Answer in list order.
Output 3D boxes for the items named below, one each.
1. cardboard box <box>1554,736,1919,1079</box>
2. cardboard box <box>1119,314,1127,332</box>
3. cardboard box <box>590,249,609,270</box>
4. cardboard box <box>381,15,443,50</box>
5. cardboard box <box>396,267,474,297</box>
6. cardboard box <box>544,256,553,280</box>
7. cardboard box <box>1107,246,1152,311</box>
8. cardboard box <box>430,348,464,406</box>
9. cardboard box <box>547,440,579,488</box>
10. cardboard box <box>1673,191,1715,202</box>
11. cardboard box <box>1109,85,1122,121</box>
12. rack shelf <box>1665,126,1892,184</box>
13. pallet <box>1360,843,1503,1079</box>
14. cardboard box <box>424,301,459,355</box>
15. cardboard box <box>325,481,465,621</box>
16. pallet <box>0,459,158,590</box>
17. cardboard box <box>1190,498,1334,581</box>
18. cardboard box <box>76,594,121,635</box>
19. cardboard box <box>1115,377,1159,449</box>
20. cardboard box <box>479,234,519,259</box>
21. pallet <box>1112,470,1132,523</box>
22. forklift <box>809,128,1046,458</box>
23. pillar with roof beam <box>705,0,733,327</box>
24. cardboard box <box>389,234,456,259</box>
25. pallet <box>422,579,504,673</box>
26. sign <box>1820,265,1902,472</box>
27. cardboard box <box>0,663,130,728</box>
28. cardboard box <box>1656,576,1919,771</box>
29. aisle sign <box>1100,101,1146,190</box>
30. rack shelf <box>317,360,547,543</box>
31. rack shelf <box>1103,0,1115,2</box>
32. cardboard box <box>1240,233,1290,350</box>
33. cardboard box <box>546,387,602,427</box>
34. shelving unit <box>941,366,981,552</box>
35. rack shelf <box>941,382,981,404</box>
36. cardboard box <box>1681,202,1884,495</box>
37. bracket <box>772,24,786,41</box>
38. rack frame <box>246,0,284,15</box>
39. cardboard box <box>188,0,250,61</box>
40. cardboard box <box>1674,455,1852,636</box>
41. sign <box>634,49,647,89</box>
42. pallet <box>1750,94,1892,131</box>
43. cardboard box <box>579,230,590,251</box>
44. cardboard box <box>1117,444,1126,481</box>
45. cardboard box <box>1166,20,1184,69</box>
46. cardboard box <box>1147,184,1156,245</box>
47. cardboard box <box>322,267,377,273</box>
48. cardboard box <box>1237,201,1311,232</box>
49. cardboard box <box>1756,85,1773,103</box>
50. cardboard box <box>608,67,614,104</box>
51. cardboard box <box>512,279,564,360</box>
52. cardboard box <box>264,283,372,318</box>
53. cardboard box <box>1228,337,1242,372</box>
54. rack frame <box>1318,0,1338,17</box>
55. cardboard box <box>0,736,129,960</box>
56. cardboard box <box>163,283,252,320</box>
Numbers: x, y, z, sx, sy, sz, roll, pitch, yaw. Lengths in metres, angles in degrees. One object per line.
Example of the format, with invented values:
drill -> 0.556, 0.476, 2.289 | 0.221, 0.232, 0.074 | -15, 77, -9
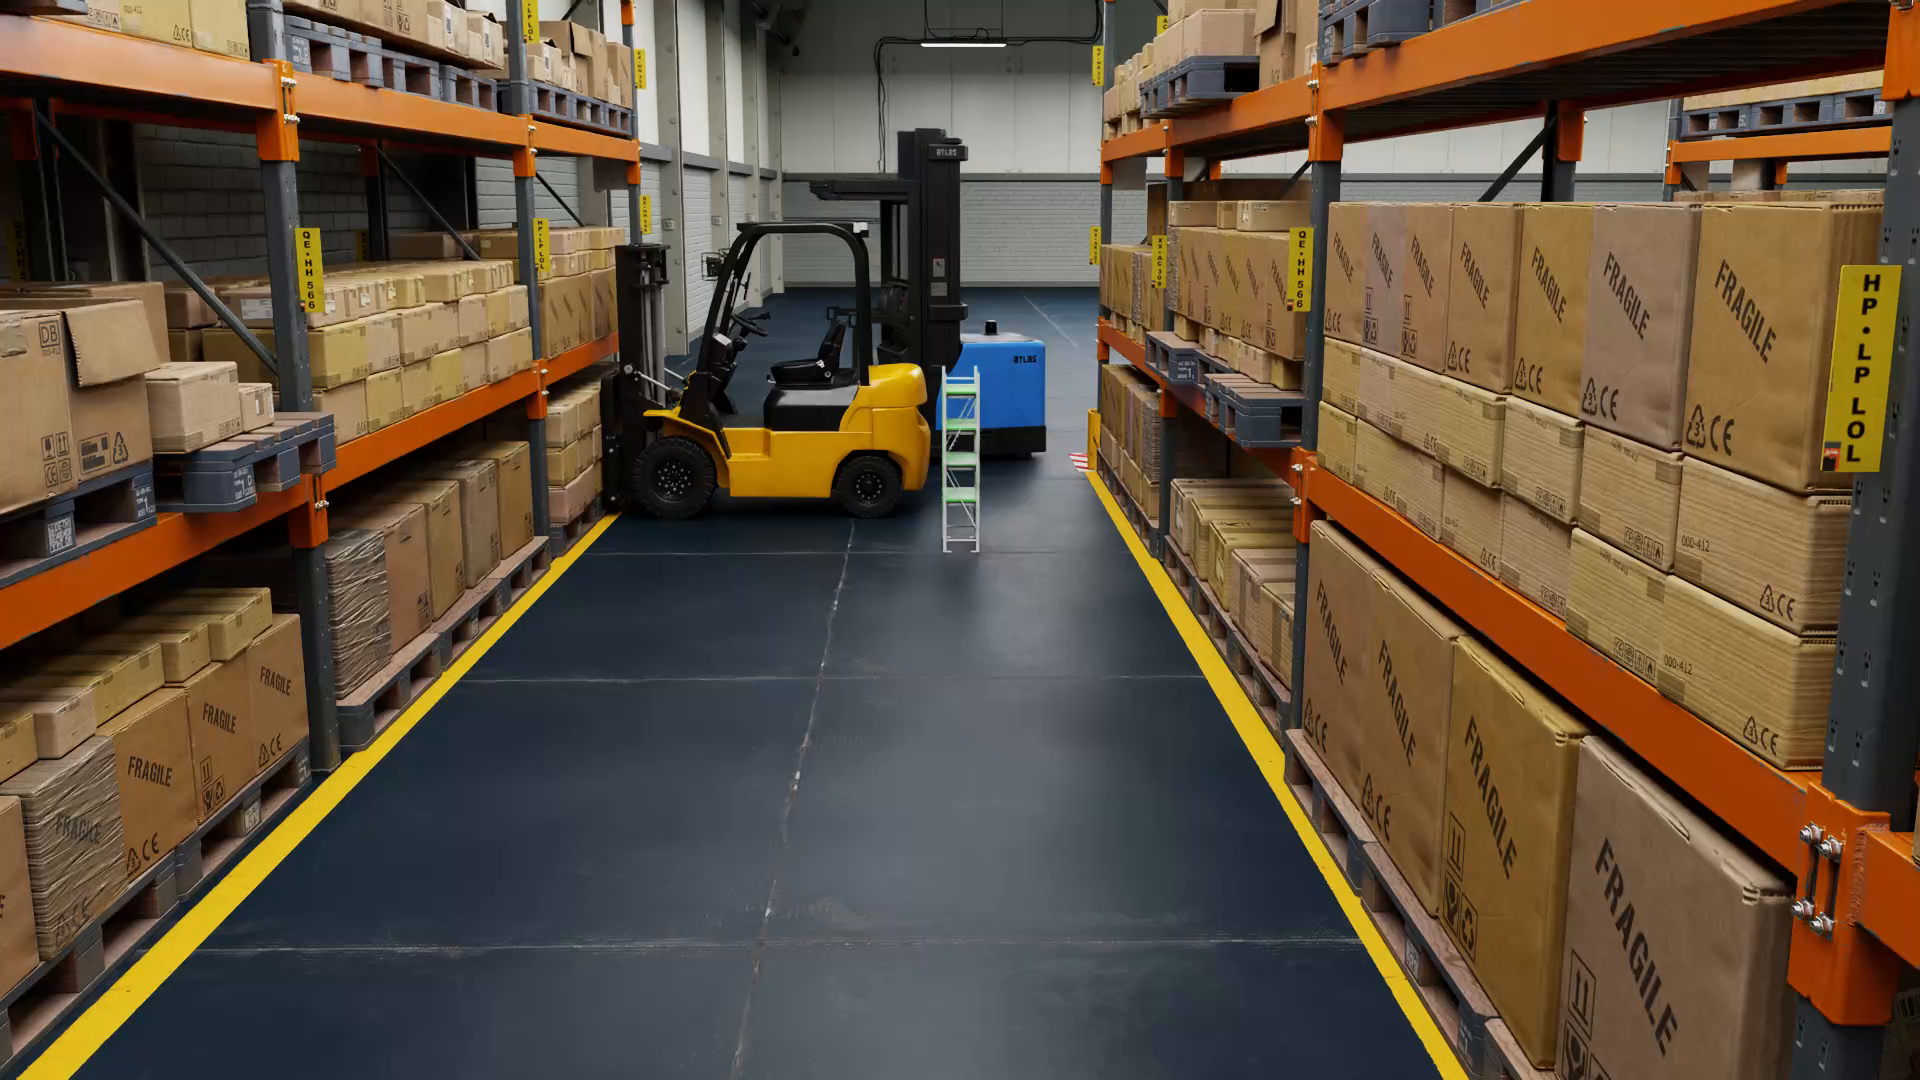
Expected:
cardboard box -> 1.875, 0.969, 3.528 | 0.875, 0.875, 0.875 | 0, 11, 1
cardboard box -> 1.461, -1.733, 13.187 | 0.380, 0.149, 0.250 | 0, 11, 0
cardboard box -> -2.905, -2.152, 12.741 | 0.380, 0.149, 0.250 | 0, 11, -1
cardboard box -> -2.818, -2.544, 8.335 | 0.380, 0.149, 0.250 | 0, 11, -2
cardboard box -> -2.875, -1.409, 9.076 | 0.380, 0.149, 0.250 | -1, 11, -3
cardboard box -> -2.911, -1.796, 10.984 | 0.380, 0.149, 0.250 | 0, 11, 0
cardboard box -> 1.466, -2.126, 13.494 | 0.500, 0.500, 0.500 | 0, 11, 1
cardboard box -> -2.875, -0.839, 8.528 | 0.500, 0.250, 0.500 | 0, 11, 1
cardboard box -> -2.862, -0.514, 11.149 | 0.500, 0.250, 0.500 | 0, 11, -1
cardboard box -> 6.635, -2.699, 14.223 | 0.875, 0.550, 0.550 | 0, 11, -1
cardboard box -> 1.464, -3.470, 13.206 | 0.500, 0.250, 0.500 | 0, 11, -2
rack shelf -> 6.708, -2.890, 12.523 | 1.077, 0.370, 4.000 | 0, 11, -1
pallet -> 1.848, 1.227, 4.983 | 1.003, 0.211, 1.213 | 0, 11, -1
cardboard box -> -2.881, -1.084, 8.476 | 0.500, 0.250, 0.500 | 0, 11, 0
cardboard box -> -3.113, 0.052, 8.673 | 0.875, 0.625, 0.625 | -1, 11, -4
pallet -> -3.033, -0.037, 4.681 | 1.003, 0.211, 1.213 | 0, 11, -1
cardboard box -> 1.834, -0.005, 9.592 | 0.950, 0.372, 0.625 | 0, 11, 2
cardboard box -> -3.379, 0.288, 6.193 | 0.380, 0.149, 0.250 | 0, 11, 2
cardboard box -> 1.478, -0.985, 12.844 | 0.500, 0.500, 0.500 | 0, 11, 0
cardboard box -> -2.870, -1.890, 10.701 | 0.380, 0.149, 0.250 | 0, 11, 0
pallet -> 1.725, -0.344, 12.724 | 1.003, 0.211, 1.213 | 0, 11, -1
forklift -> -0.788, -2.189, 14.976 | 3.031, 2.935, 1.130 | -3, 12, -15
pillar with roof beam -> -0.198, -8.502, 30.833 | 9.100, 9.000, 0.400 | 0, 11, -1
cardboard box -> -3.469, -1.888, 10.690 | 0.380, 0.149, 0.250 | 0, 11, -1
pallet -> -3.078, 0.443, 8.845 | 1.003, 0.211, 1.213 | 0, 11, -1
sign -> 1.425, -0.268, 2.625 | 0.100, 0.325, 0.005 | 0, 11, -1
cardboard box -> -2.851, 0.489, 5.201 | 0.380, 0.149, 0.250 | 0, 11, -2
cardboard box -> 1.706, 0.241, 3.202 | 0.500, 0.250, 0.500 | -1, 11, -3
aisle sign -> 1.408, -3.414, 14.306 | 0.394, 0.787, 0.004 | 0, 11, -1
rack shelf -> -3.119, -0.563, 8.599 | 1.077, 0.370, 4.000 | 0, 11, -1
rack shelf -> 1.761, -4.318, 12.026 | 1.077, 0.370, 4.000 | 0, 11, -1
cardboard box -> 1.576, -1.132, 7.537 | 0.500, 0.500, 0.500 | 0, 11, -2
cardboard box -> -2.879, -0.959, 12.088 | 0.500, 0.250, 0.500 | 0, 11, 1
shelving unit -> 0.003, -0.555, 11.278 | 0.258, 1.200, 0.503 | 0, 11, -1
rack shelf -> 0.003, -0.963, 11.195 | 0.258, 0.148, 0.480 | 0, 11, -1
cardboard box -> 1.707, -0.371, 3.076 | 0.500, 0.500, 0.500 | 0, 11, 1
bracket -> -4.333, -12.041, 39.222 | 0.076, 0.066, 4.783 | 0, 11, -1
rack frame -> -3.078, -3.458, 5.971 | 1.000, 3.000, 0.127 | 0, 11, -1
cardboard box -> -2.825, -1.813, 5.786 | 0.500, 0.250, 0.500 | -1, 11, -3
cardboard box -> 1.715, -0.002, 3.145 | 0.500, 0.250, 0.500 | 0, 11, -1
sign -> -2.700, -3.973, 14.025 | 0.100, 0.325, 0.005 | 0, 11, -1
pallet -> 6.720, -3.206, 12.495 | 1.003, 0.211, 1.213 | 0, 11, -1
cardboard box -> -2.988, -2.246, 12.453 | 0.380, 0.149, 0.250 | 0, 11, 0
cardboard box -> 1.486, -0.616, 12.911 | 0.500, 0.250, 0.500 | 1, 11, 3
cardboard box -> 1.425, -2.718, 9.188 | 0.500, 0.250, 0.500 | 0, 11, -2
cardboard box -> 1.948, -2.713, 13.875 | 0.700, 0.500, 0.500 | -1, 11, -3
cardboard box -> -3.405, -1.406, 9.061 | 0.380, 0.149, 0.250 | 0, 11, -1
cardboard box -> 1.569, -1.582, 8.123 | 0.380, 0.149, 0.250 | -1, 11, -4
cardboard box -> 6.379, -3.451, 12.806 | 0.380, 0.149, 0.250 | 0, 11, -2
cardboard box -> -2.917, -3.553, 13.015 | 0.396, 0.266, 0.258 | 0, 11, -1
cardboard box -> -2.909, -1.451, 10.917 | 0.500, 0.500, 0.500 | -1, 11, -3
cardboard box -> -2.828, -1.053, 7.324 | 0.380, 0.149, 0.250 | 0, 11, 0
cardboard box -> 1.498, -0.894, 7.995 | 0.380, 0.149, 0.250 | 0, 11, 0
rack frame -> 1.885, -3.479, 6.075 | 1.000, 3.000, 0.127 | 0, 11, -1
cardboard box -> -2.812, 0.891, 4.853 | 0.500, 0.500, 0.500 | -1, 11, -3
cardboard box -> -3.348, -1.052, 7.317 | 0.380, 0.149, 0.250 | 0, 11, -1
